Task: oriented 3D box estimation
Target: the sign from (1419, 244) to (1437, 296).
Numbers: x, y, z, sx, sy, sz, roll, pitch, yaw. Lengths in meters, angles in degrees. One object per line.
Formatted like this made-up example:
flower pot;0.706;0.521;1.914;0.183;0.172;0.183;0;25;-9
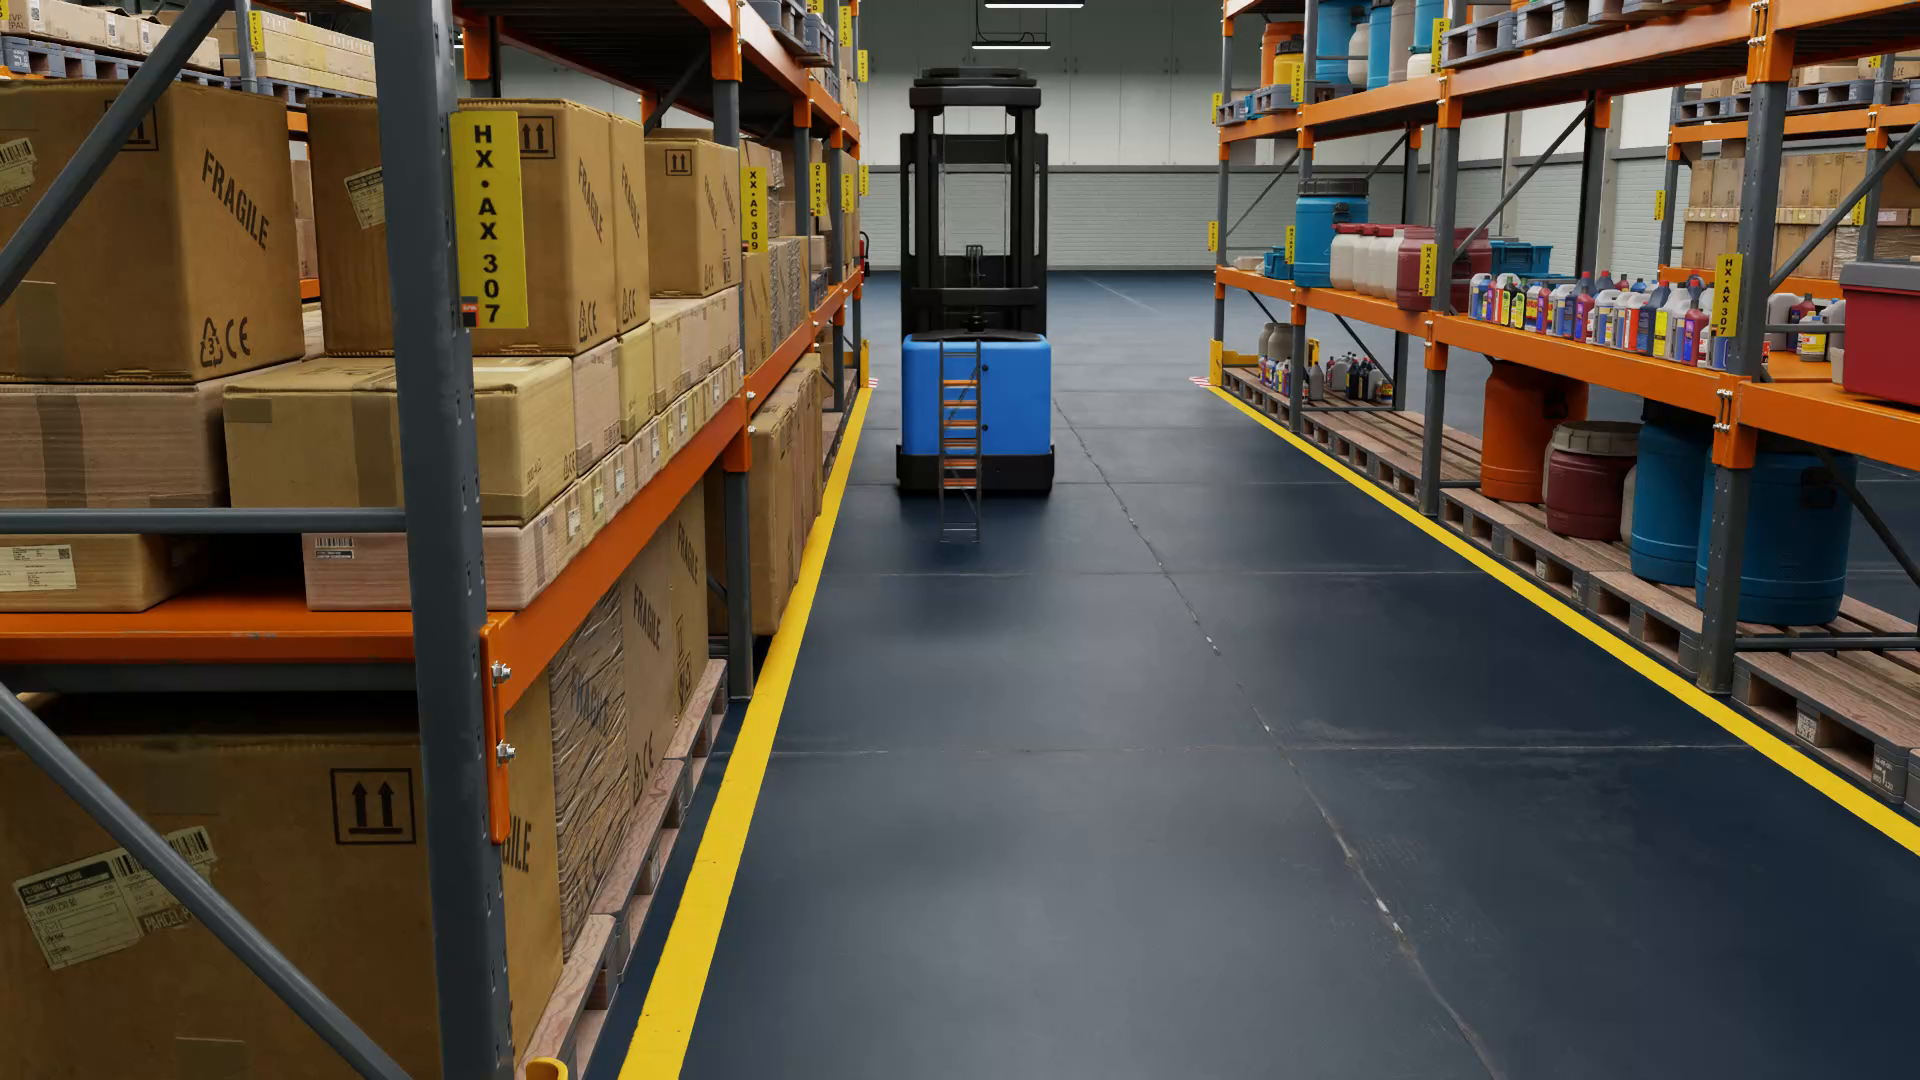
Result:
sign;2.964;-1.710;10.532;0.100;0.325;0.005;0;11;-1

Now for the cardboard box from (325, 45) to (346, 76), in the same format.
cardboard box;-6.246;-4.605;15.988;0.500;0.250;0.500;0;11;-1

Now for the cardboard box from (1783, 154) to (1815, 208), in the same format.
cardboard box;8.346;-3.421;15.863;0.700;0.500;0.500;0;11;-1

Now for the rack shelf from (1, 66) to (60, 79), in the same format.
rack shelf;-6.441;-3.128;12.197;1.077;0.370;4.000;0;11;-1

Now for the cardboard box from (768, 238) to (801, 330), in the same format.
cardboard box;-1.176;-1.466;9.488;0.500;0.500;0.500;0;11;-2

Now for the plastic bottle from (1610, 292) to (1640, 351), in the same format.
plastic bottle;3.244;-1.054;8.022;0.152;0.276;0.135;0;11;-1

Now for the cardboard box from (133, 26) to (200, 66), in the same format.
cardboard box;-6.237;-3.815;12.843;0.500;0.250;0.500;0;11;-2

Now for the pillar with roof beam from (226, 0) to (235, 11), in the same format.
pillar with roof beam;-13.553;-10.728;40.305;9.100;9.000;0.548;0;11;-1

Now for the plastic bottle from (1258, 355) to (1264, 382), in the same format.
plastic bottle;3.074;-1.740;16.849;0.097;0.271;0.097;0;11;0

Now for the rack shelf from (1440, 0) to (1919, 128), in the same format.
rack shelf;3.555;-2.353;8.379;1.077;0.370;4.000;0;11;-1

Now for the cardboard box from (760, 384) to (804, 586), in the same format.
cardboard box;-1.408;-0.287;8.218;1.225;0.875;0.875;-1;11;-3

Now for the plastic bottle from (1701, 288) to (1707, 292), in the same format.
plastic bottle;3.820;-1.160;8.557;0.097;0.271;0.097;0;11;0

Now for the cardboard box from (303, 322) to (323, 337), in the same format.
cardboard box;-1.569;-0.392;4.077;0.500;0.250;0.500;-1;11;-3

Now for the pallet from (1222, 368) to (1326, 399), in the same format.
pallet;3.408;-1.681;17.812;1.003;0.211;1.213;0;11;-1

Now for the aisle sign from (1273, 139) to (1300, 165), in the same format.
aisle sign;3.644;-4.513;18.223;0.394;0.787;0.004;0;11;-1

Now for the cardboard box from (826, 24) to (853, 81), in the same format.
cardboard box;-1.319;-4.806;16.403;0.500;0.500;0.500;0;11;-1

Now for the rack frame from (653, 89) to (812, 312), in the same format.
rack frame;-1.438;-1.613;10.466;1.000;3.000;0.127;0;11;-1

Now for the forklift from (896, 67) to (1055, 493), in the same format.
forklift;0.101;-2.012;12.607;1.130;2.935;3.031;0;11;0

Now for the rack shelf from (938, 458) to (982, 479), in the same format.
rack shelf;0.000;-0.430;9.987;0.258;0.103;0.180;0;11;-1

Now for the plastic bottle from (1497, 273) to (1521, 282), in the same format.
plastic bottle;3.351;-1.486;10.151;0.152;0.276;0.135;0;11;-1

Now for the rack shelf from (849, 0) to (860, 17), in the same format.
rack shelf;-1.562;-5.392;15.820;1.077;0.370;4.000;0;11;-1

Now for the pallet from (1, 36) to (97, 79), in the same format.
pallet;-6.466;-3.118;10.814;1.213;0.211;1.003;0;11;1

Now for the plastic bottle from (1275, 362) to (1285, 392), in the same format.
plastic bottle;3.119;-1.571;16.001;0.152;0.276;0.135;0;11;0

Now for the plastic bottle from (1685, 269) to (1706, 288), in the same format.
plastic bottle;3.934;-1.272;8.906;0.144;0.351;0.185;0;11;-1

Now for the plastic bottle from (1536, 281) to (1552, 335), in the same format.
plastic bottle;3.178;-1.259;9.014;0.061;0.283;0.133;0;11;-1

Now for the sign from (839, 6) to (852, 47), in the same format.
sign;-0.966;-4.328;14.011;0.100;0.325;0.005;0;11;-1

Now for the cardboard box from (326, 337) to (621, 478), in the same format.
cardboard box;-1.030;-0.295;3.597;0.500;0.250;0.500;0;11;-2

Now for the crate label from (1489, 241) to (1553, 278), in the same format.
crate label;3.763;-1.849;11.541;0.502;0.435;0.616;0;11;-1

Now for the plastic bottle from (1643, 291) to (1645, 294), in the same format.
plastic bottle;3.943;-1.330;9.572;0.097;0.201;0.097;0;11;0

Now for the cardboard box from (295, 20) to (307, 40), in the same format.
cardboard box;-6.167;-4.626;15.089;0.380;0.149;0.250;0;11;-2

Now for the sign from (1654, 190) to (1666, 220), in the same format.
sign;7.746;-3.705;18.402;0.100;0.325;0.005;0;11;-1

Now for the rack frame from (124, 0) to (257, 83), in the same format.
rack frame;-6.482;-5.348;13.787;1.000;3.000;0.127;0;11;-1

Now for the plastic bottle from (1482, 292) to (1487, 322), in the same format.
plastic bottle;3.176;-1.406;9.946;0.097;0.201;0.097;0;11;0

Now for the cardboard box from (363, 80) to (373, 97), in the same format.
cardboard box;-6.204;-4.589;16.913;0.380;0.149;0.250;0;11;-1

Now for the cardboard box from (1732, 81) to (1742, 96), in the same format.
cardboard box;8.149;-4.630;17.016;0.380;0.149;0.250;0;11;-1

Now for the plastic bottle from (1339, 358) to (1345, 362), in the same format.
plastic bottle;3.805;-1.663;16.457;0.152;0.276;0.135;-1;11;-3

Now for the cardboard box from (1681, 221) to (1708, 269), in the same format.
cardboard box;8.297;-3.199;18.033;0.700;0.500;0.500;0;11;-1

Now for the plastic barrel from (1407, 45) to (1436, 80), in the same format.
plastic barrel;3.254;-3.287;11.523;0.301;0.262;0.301;0;11;0

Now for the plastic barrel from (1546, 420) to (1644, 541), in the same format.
plastic barrel;3.564;-0.336;9.178;0.600;0.588;0.708;0;11;-1

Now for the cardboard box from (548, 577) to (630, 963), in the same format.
cardboard box;-1.385;0.505;4.314;0.875;0.875;0.875;0;11;-1

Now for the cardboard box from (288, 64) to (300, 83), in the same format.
cardboard box;-6.161;-4.184;14.920;0.380;0.149;0.250;0;11;-1

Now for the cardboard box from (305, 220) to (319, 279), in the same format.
cardboard box;-6.429;-2.772;15.800;0.875;0.550;0.550;0;11;-1

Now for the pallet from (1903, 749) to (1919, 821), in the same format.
pallet;3.678;0.917;5.006;1.003;0.211;1.213;0;11;-1

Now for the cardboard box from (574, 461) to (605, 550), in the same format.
cardboard box;-0.963;-0.073;3.509;0.380;0.149;0.250;-1;11;-3

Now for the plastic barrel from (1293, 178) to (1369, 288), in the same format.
plastic barrel;3.136;-2.596;14.051;0.600;0.901;0.708;0;11;-1

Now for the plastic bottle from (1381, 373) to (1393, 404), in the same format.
plastic bottle;3.863;-1.372;15.034;0.097;0.271;0.097;0;11;0

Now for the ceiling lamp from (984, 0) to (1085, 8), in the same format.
ceiling lamp;1.483;-12.263;33.193;2.000;3.185;0.800;0;11;-1

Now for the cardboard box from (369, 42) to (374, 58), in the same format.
cardboard box;-6.209;-5.029;17.080;0.380;0.149;0.250;0;11;0

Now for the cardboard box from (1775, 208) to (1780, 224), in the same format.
cardboard box;8.130;-3.173;16.274;0.380;0.149;0.250;0;11;1

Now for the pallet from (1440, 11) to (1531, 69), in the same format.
pallet;3.432;-2.858;9.535;1.003;0.211;1.213;0;11;-1

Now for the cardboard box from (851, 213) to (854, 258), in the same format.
cardboard box;-1.522;-3.090;16.747;0.875;0.500;0.500;0;11;-1

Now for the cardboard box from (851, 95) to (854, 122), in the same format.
cardboard box;-1.324;-4.304;16.562;0.500;0.250;0.500;0;11;0

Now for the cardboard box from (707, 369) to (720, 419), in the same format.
cardboard box;-1.006;-0.482;5.523;0.380;0.149;0.250;0;11;0

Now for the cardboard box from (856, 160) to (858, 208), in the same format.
cardboard box;-1.345;-3.780;17.631;0.500;0.500;0.500;0;11;-1

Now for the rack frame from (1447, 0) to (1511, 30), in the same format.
rack frame;3.514;-4.573;9.969;1.000;3.000;0.127;0;11;-1

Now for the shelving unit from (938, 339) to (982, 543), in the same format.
shelving unit;0.000;-0.591;9.954;0.258;1.200;0.189;0;11;-1

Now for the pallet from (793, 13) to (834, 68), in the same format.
pallet;-1.372;-2.863;9.556;1.213;0.211;1.003;0;11;1

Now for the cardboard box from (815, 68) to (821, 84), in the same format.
cardboard box;-1.204;-3.206;11.151;0.500;0.250;0.500;0;11;0
